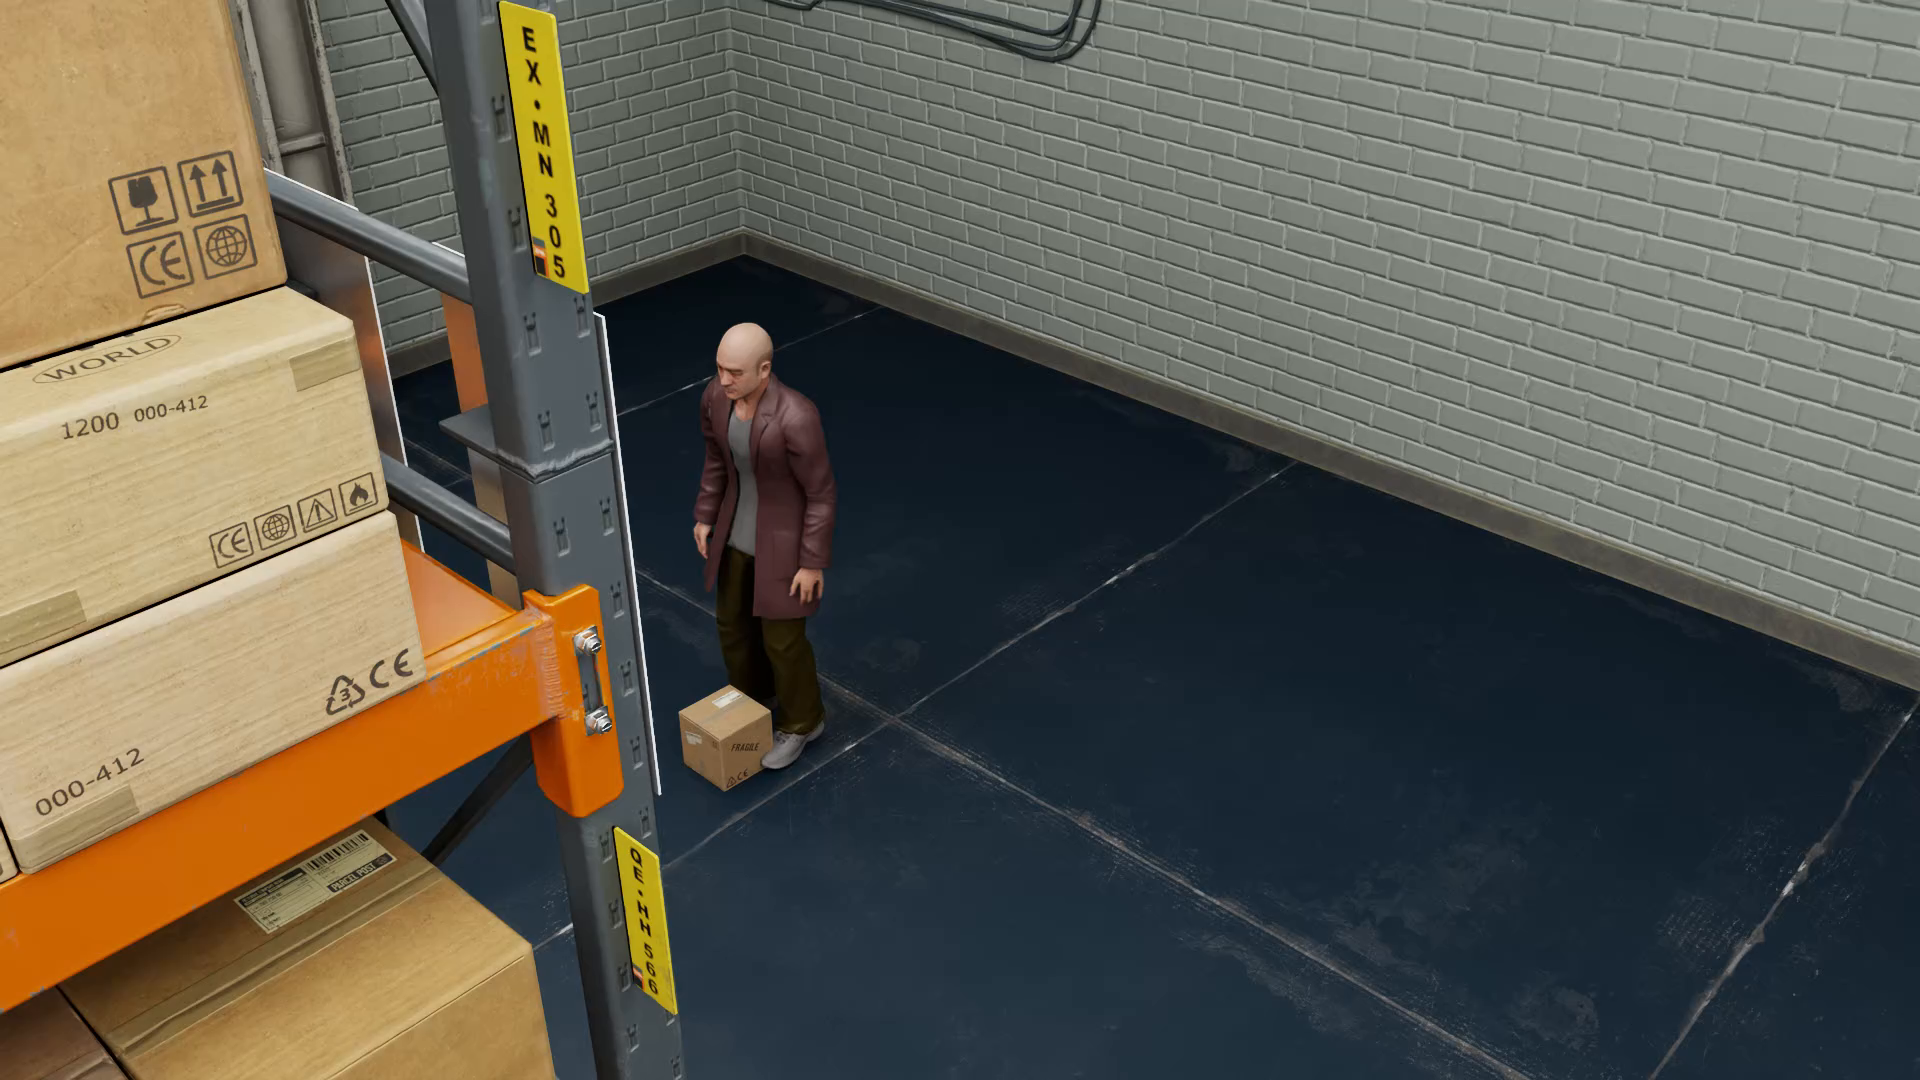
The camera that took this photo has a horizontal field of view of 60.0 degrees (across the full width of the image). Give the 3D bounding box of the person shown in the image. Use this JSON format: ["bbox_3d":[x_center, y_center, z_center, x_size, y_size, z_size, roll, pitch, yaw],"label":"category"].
[{"bbox_3d":[-0.722,0.011,6.130,0.654,1.774,0.420,23,38,33],"label":"person"}]
